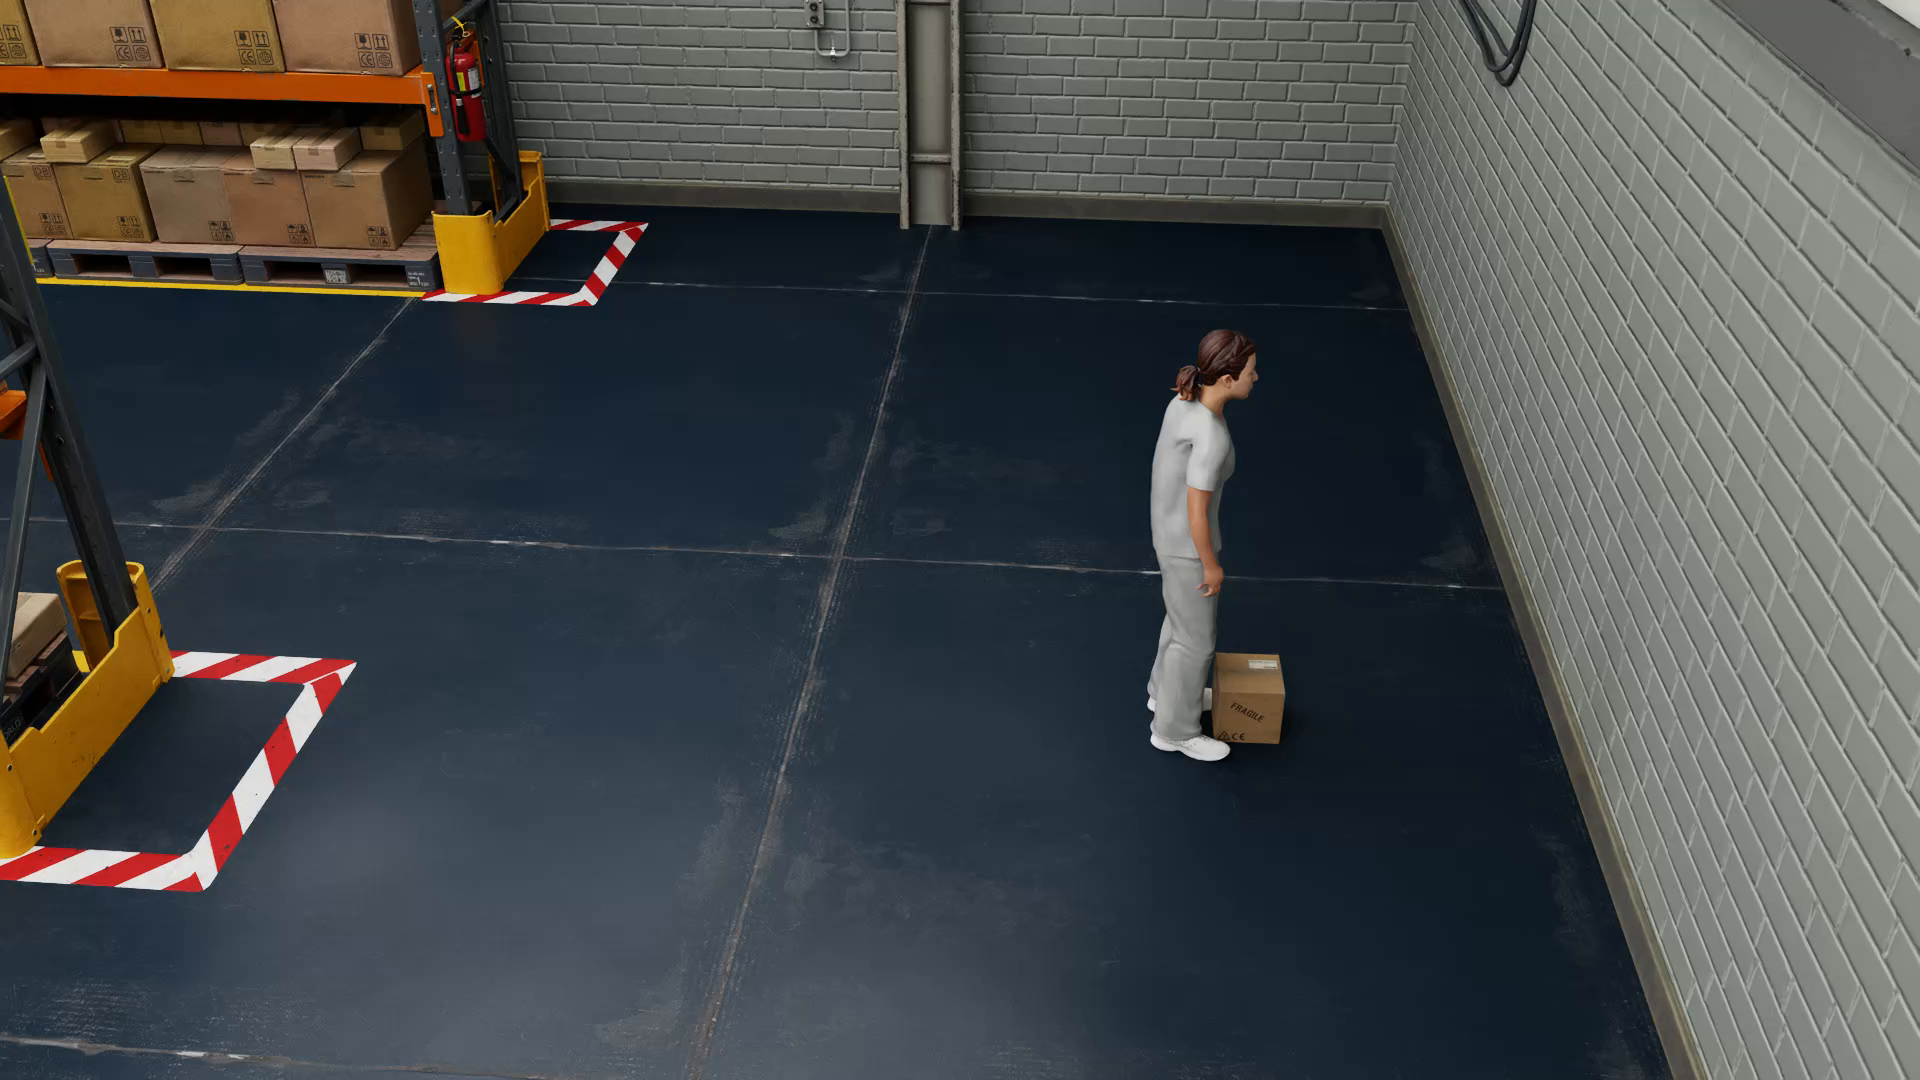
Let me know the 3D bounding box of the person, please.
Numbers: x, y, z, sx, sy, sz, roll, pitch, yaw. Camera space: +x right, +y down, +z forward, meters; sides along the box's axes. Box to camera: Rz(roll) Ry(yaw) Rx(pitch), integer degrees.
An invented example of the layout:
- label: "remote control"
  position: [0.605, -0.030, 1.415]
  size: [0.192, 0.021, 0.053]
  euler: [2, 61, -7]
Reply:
- label: "person"
  position: [0.875, 0.006, 6.128]
  size: [0.357, 1.672, 0.514]
  euler: [1, 32, 1]
